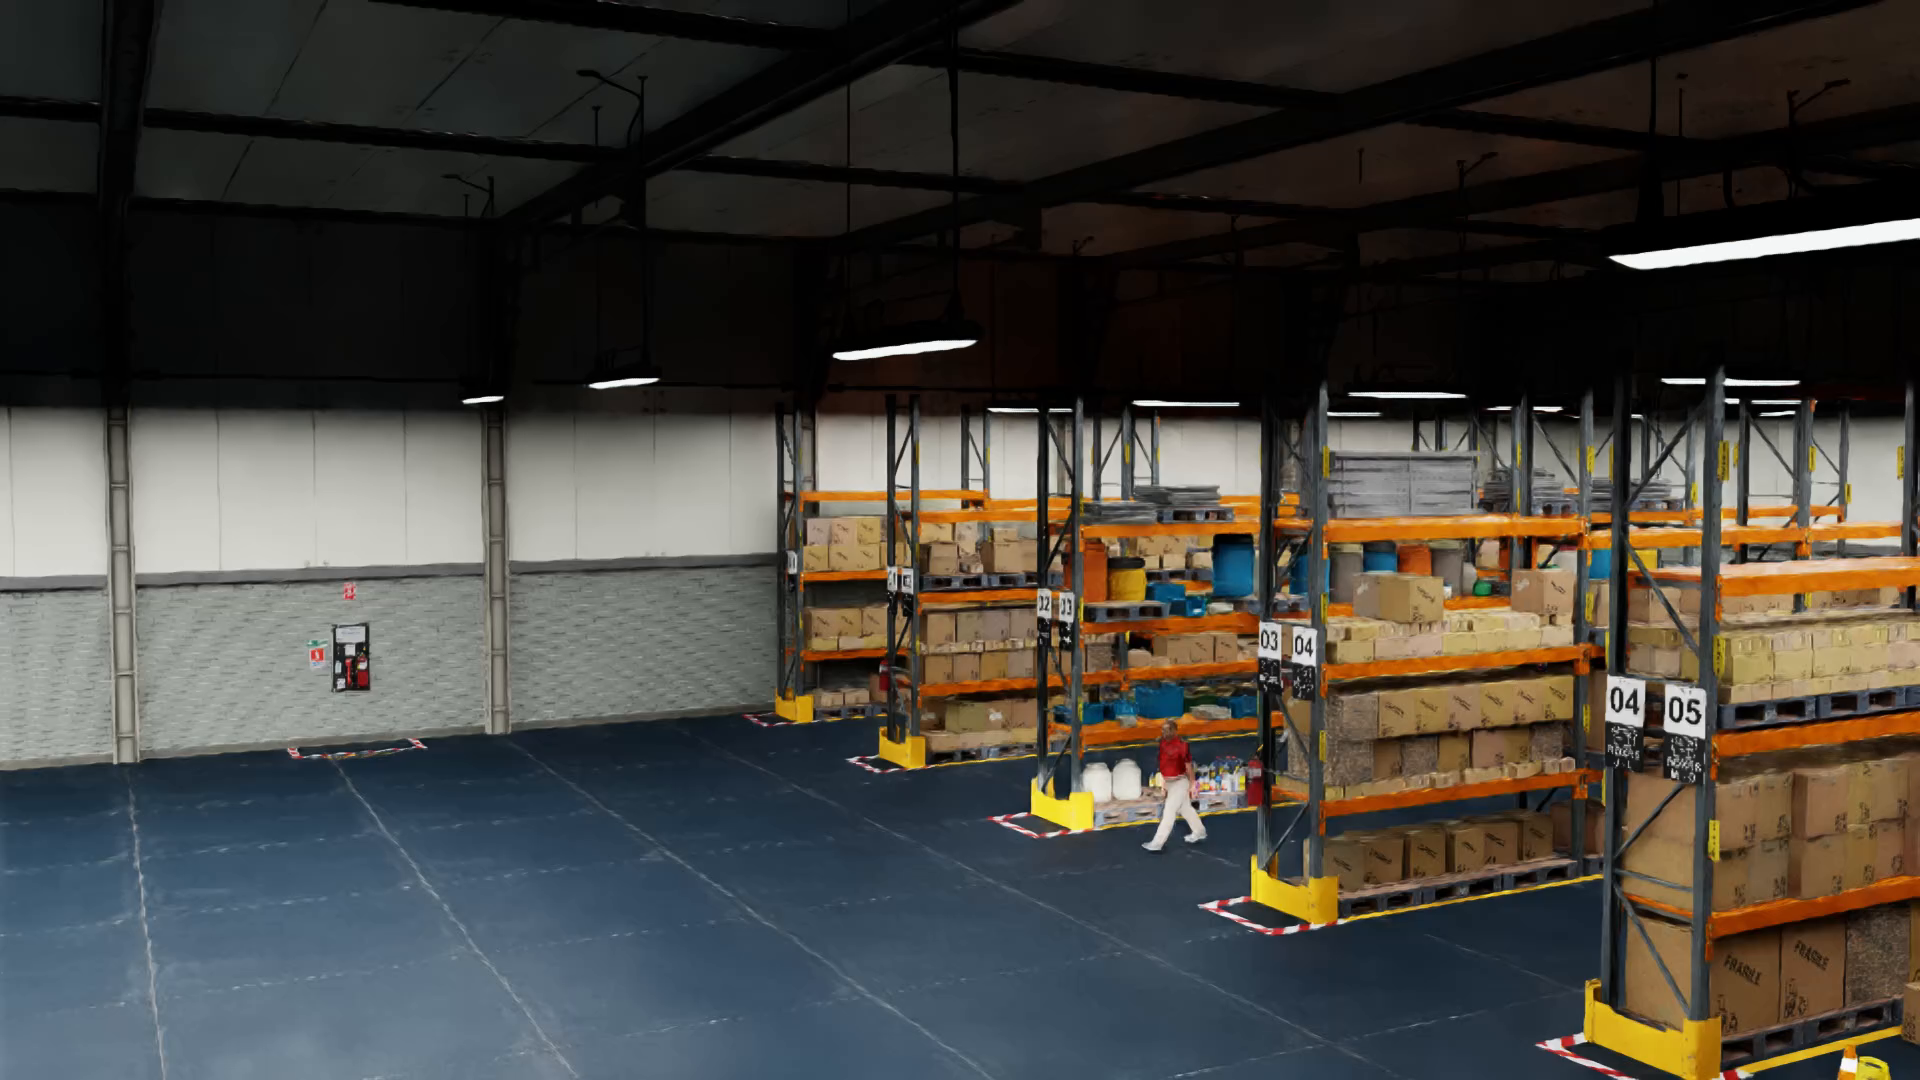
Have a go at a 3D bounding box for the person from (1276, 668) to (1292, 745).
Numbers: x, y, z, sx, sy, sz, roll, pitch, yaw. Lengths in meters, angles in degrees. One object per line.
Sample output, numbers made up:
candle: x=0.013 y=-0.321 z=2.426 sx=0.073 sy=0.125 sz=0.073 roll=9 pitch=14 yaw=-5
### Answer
person: x=5.745 y=2.670 z=28.930 sx=1.094 sy=1.690 sz=0.598 roll=-2 pitch=4 yaw=-36

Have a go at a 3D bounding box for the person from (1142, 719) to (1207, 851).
person: x=2.734 y=3.115 z=21.374 sx=1.126 sy=1.645 sz=0.542 roll=-2 pitch=4 yaw=-25
